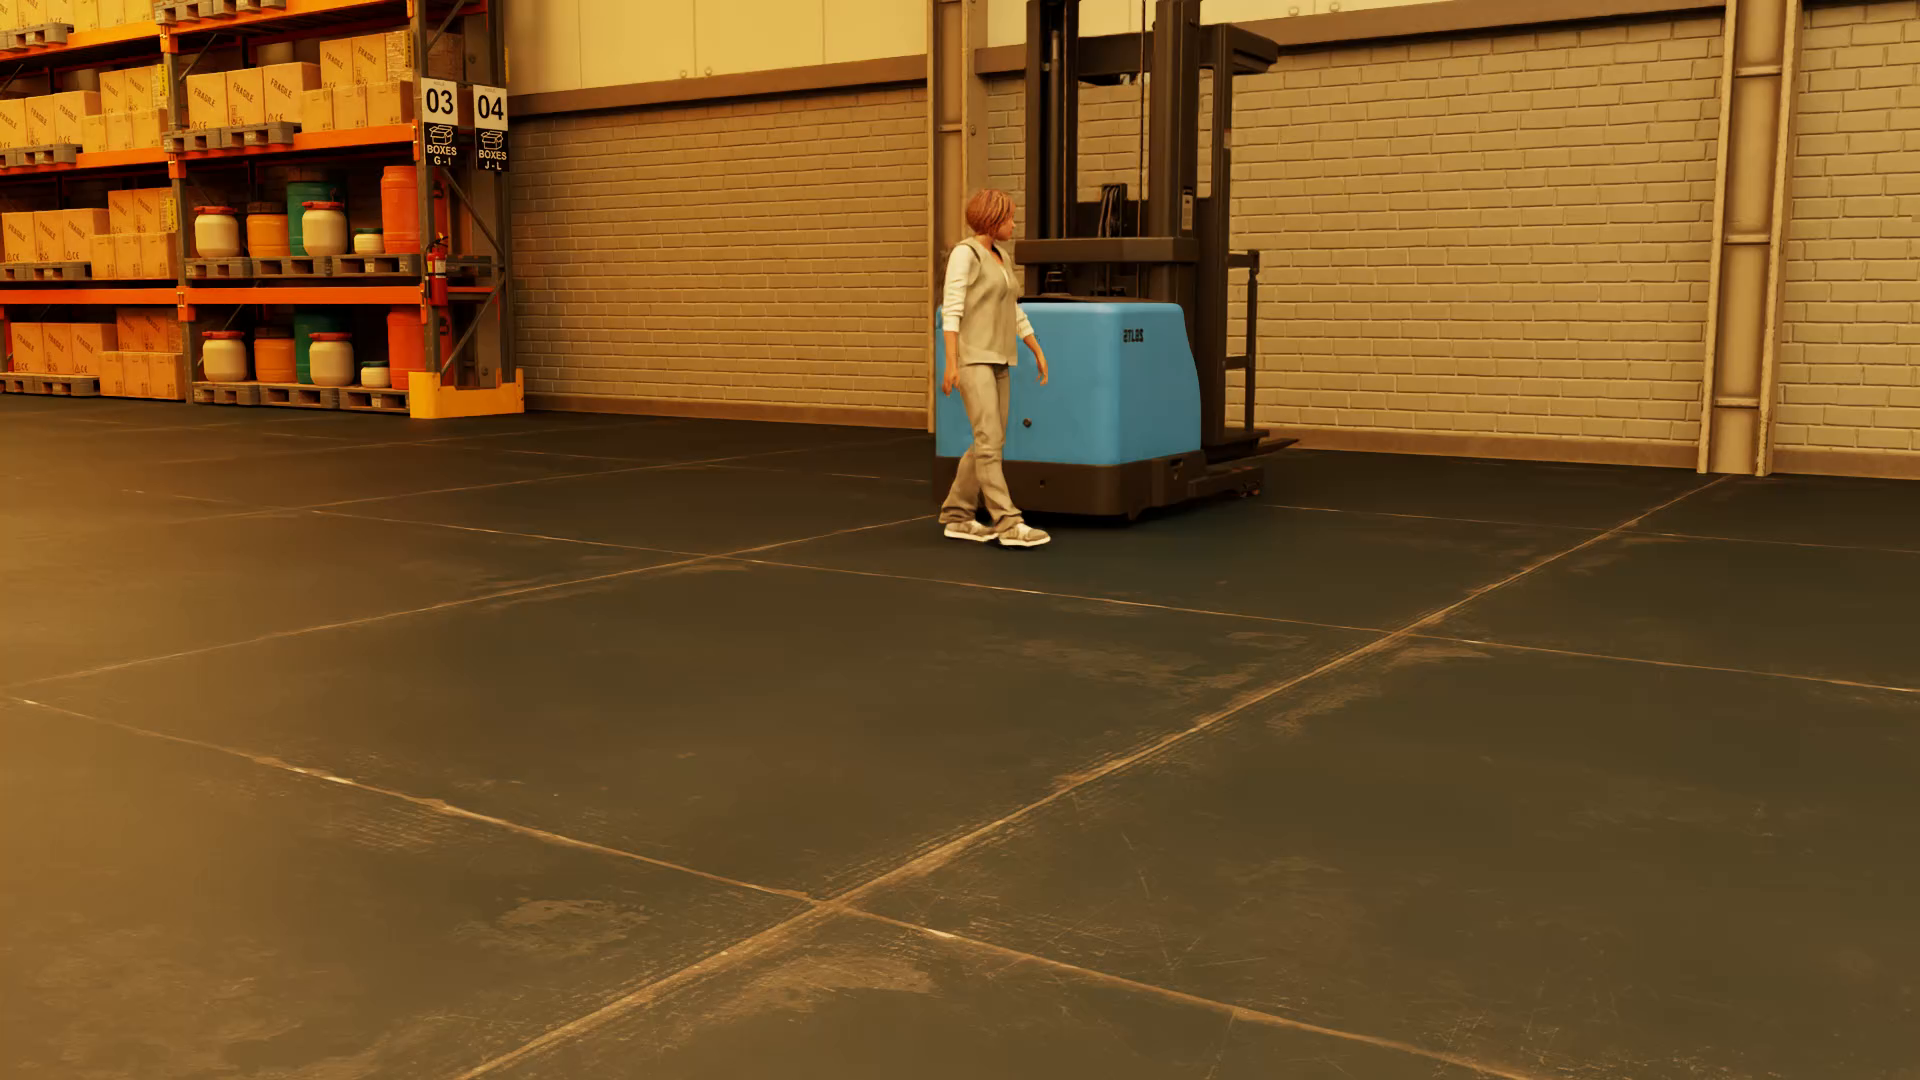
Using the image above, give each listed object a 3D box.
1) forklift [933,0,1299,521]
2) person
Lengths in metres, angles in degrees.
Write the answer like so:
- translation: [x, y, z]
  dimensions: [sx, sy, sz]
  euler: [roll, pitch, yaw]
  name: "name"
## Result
- translation: [1.064, -1.709, 9.208]
  dimensions: [1.130, 2.935, 3.031]
  euler: [5, 9, 31]
  name: "forklift"
- translation: [0.184, -0.766, 7.412]
  dimensions: [0.621, 1.576, 0.573]
  euler: [4, 9, 27]
  name: "person"
